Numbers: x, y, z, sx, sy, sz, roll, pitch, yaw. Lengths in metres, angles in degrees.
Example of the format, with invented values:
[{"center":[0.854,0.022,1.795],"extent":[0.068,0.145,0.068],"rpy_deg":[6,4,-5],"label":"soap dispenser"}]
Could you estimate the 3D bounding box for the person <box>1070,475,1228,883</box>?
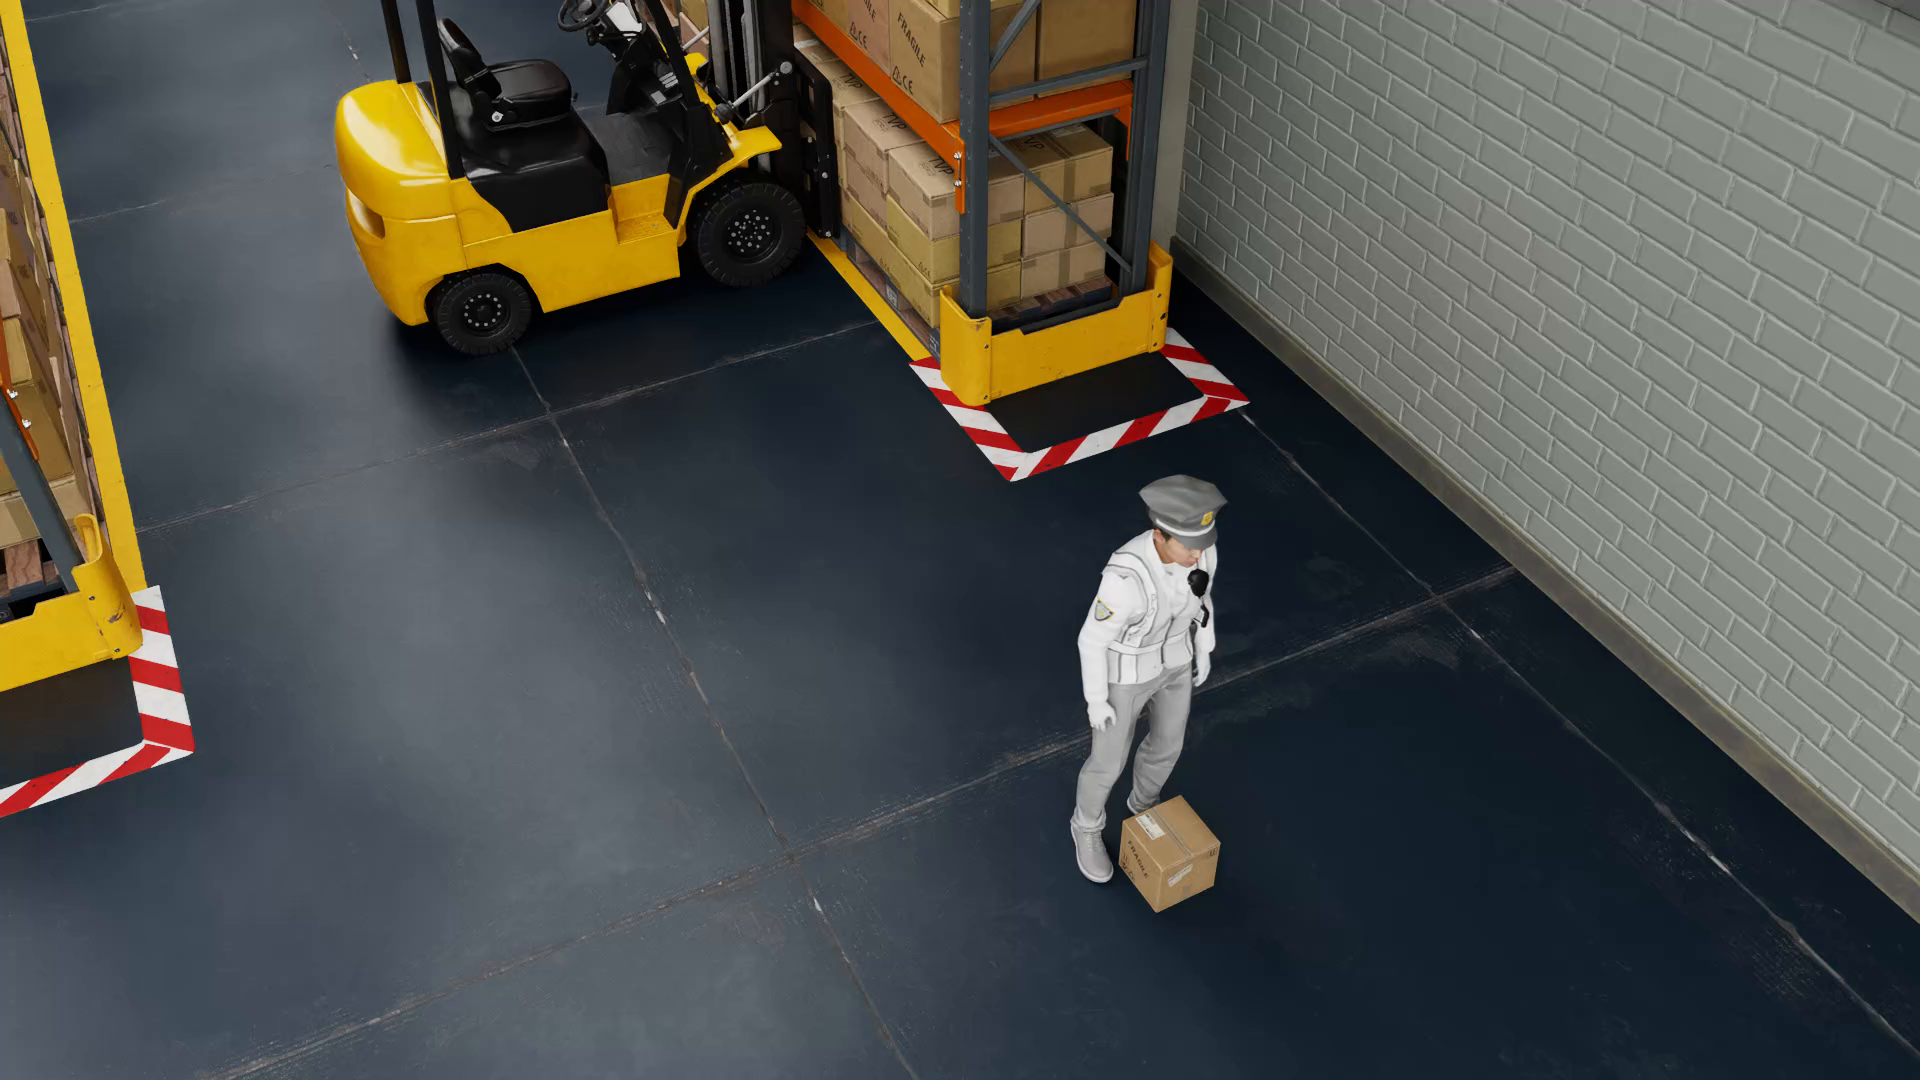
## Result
[{"center":[0.636,0.451,5.646],"extent":[0.546,1.664,0.375],"rpy_deg":[-22,46,-23],"label":"person"}]
